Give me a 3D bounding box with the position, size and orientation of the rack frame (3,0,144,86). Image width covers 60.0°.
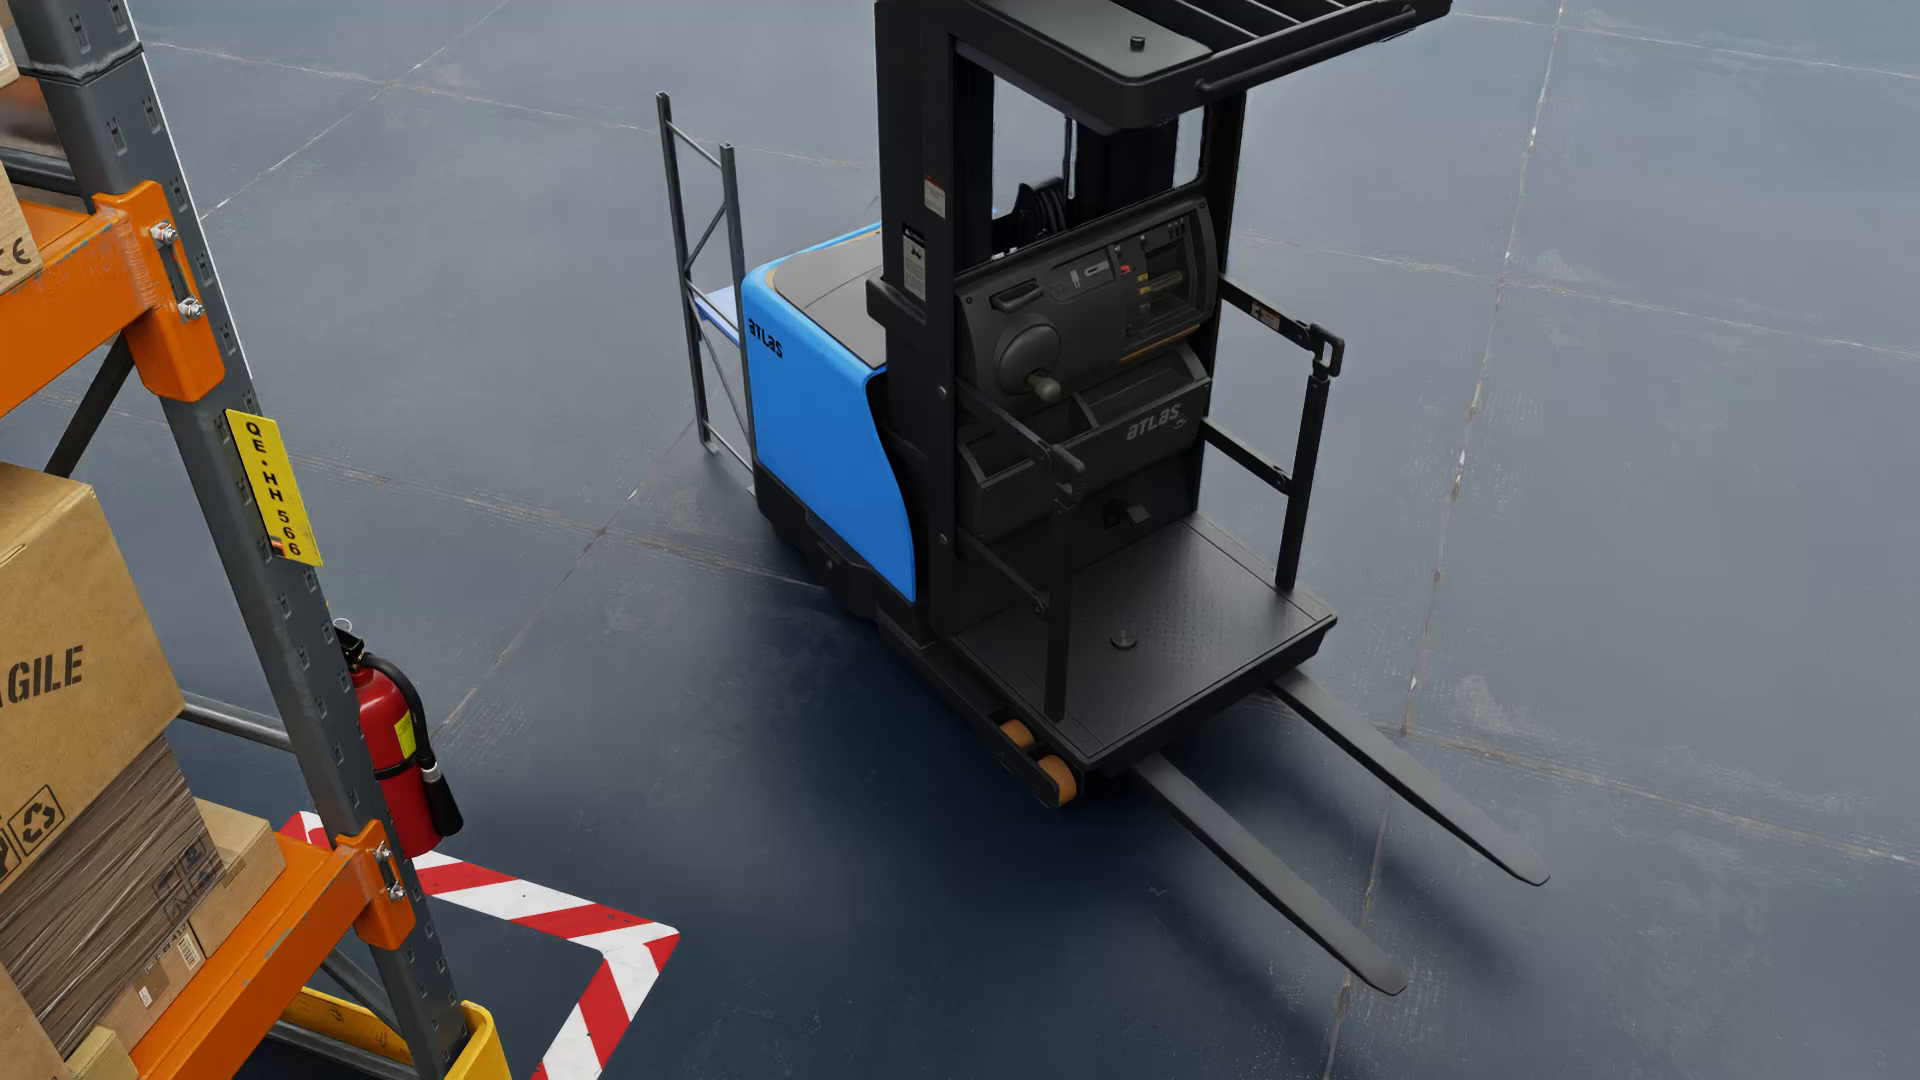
[{"bbox_3d":[-1.710,-1.943,1.594,1.000,3.000,0.127,13,42,15],"label":"rack frame"}]

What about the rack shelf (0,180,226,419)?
[{"bbox_3d":[-2.394,0.691,1.372,1.077,0.370,4.000,13,42,15],"label":"rack shelf"}]

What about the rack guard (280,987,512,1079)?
[{"bbox_3d":[-1.736,1.336,4.298,1.175,0.500,0.348,13,42,15],"label":"rack guard"}]

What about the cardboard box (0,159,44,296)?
[{"bbox_3d":[-1.636,-0.395,2.206,0.500,0.250,0.500,14,42,16],"label":"cardboard box"}]

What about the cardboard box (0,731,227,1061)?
[{"bbox_3d":[-1.924,0.517,3.026,0.875,0.500,0.500,13,42,15],"label":"cardboard box"}]

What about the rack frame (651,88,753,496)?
[{"bbox_3d":[-0.918,-0.864,6.108,0.032,1.500,0.500,-24,46,-26],"label":"rack frame"}]

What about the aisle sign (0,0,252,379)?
[{"bbox_3d":[-1.407,-0.621,2.664,0.394,0.787,0.004,13,42,15],"label":"aisle sign"}]

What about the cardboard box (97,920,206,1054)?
[{"bbox_3d":[-1.699,0.807,3.187,0.380,0.149,0.250,13,42,15],"label":"cardboard box"}]

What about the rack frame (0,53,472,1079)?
[{"bbox_3d":[-1.710,0.339,3.541,1.000,3.000,0.127,13,42,15],"label":"rack frame"}]

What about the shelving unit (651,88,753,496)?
[{"bbox_3d":[-0.501,-1.054,6.329,1.048,1.500,0.538,-24,46,-26],"label":"shelving unit"}]

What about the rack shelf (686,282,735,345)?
[{"bbox_3d":[-0.501,-0.917,6.446,1.000,0.185,0.538,-24,46,-26],"label":"rack shelf"}]

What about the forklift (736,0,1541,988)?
[{"bbox_3d":[0.501,-0.651,4.755,1.130,2.935,3.031,-26,47,-27],"label":"forklift"}]

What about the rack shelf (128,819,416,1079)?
[{"bbox_3d":[-2.394,1.833,2.345,1.077,0.370,4.000,13,42,15],"label":"rack shelf"}]

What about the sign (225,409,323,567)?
[{"bbox_3d":[-1.195,-0.086,2.904,0.100,0.325,0.005,13,42,15],"label":"sign"}]

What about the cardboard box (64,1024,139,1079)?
[{"bbox_3d":[-1.737,0.971,2.995,0.380,0.149,0.250,13,42,15],"label":"cardboard box"}]

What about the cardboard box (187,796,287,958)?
[{"bbox_3d":[-1.613,0.654,3.366,0.380,0.149,0.250,13,42,15],"label":"cardboard box"}]

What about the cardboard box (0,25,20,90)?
[{"bbox_3d":[-1.512,-0.658,2.208,0.380,0.149,0.250,13,42,15],"label":"cardboard box"}]

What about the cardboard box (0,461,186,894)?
[{"bbox_3d":[-1.666,0.198,2.630,0.500,0.500,0.500,13,42,15],"label":"cardboard box"}]

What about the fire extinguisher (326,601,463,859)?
[{"bbox_3d":[-1.238,0.401,3.529,0.296,0.674,0.183,13,42,15],"label":"fire extinguisher"}]
